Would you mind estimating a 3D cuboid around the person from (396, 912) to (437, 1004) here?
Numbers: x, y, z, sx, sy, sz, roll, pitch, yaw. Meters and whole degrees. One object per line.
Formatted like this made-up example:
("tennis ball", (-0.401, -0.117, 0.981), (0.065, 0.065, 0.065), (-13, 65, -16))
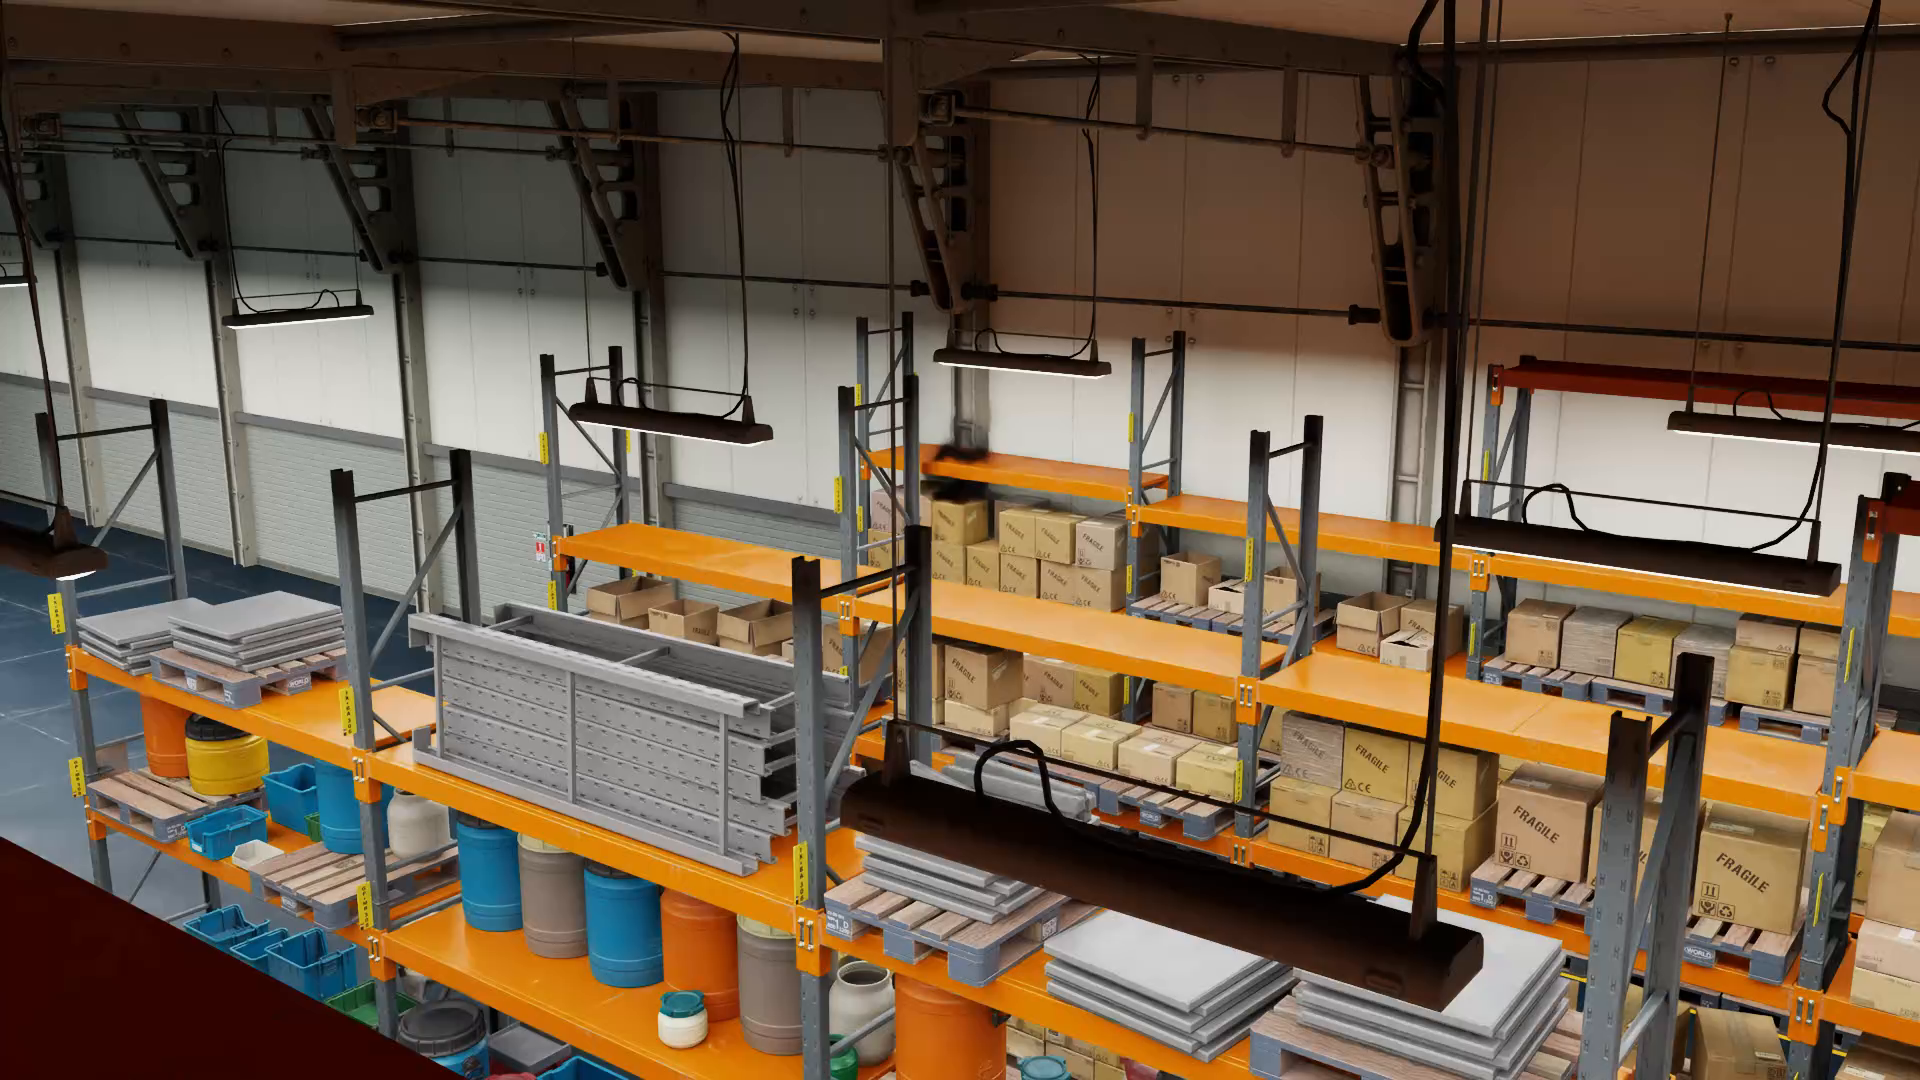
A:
("person", (-4.812, 3.862, 14.866), (0.865, 1.670, 0.624), (9, 16, 35))
